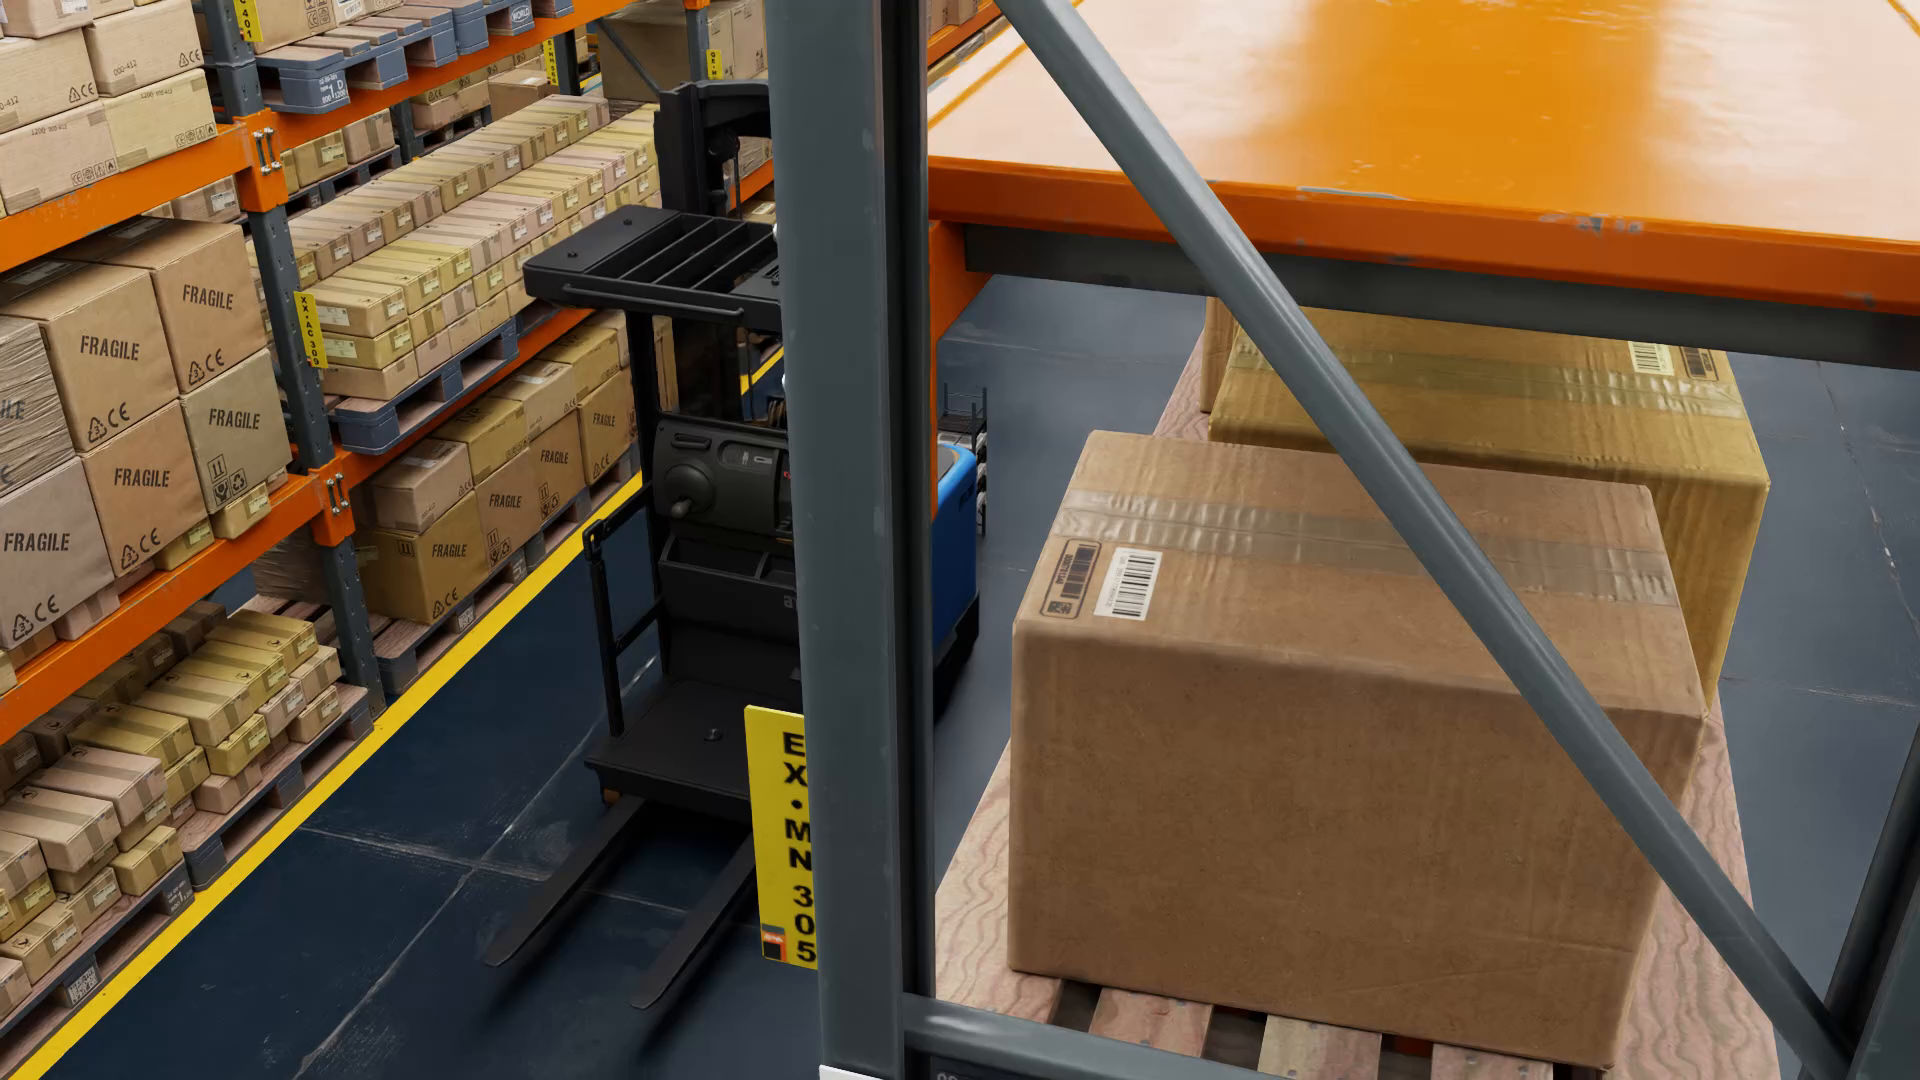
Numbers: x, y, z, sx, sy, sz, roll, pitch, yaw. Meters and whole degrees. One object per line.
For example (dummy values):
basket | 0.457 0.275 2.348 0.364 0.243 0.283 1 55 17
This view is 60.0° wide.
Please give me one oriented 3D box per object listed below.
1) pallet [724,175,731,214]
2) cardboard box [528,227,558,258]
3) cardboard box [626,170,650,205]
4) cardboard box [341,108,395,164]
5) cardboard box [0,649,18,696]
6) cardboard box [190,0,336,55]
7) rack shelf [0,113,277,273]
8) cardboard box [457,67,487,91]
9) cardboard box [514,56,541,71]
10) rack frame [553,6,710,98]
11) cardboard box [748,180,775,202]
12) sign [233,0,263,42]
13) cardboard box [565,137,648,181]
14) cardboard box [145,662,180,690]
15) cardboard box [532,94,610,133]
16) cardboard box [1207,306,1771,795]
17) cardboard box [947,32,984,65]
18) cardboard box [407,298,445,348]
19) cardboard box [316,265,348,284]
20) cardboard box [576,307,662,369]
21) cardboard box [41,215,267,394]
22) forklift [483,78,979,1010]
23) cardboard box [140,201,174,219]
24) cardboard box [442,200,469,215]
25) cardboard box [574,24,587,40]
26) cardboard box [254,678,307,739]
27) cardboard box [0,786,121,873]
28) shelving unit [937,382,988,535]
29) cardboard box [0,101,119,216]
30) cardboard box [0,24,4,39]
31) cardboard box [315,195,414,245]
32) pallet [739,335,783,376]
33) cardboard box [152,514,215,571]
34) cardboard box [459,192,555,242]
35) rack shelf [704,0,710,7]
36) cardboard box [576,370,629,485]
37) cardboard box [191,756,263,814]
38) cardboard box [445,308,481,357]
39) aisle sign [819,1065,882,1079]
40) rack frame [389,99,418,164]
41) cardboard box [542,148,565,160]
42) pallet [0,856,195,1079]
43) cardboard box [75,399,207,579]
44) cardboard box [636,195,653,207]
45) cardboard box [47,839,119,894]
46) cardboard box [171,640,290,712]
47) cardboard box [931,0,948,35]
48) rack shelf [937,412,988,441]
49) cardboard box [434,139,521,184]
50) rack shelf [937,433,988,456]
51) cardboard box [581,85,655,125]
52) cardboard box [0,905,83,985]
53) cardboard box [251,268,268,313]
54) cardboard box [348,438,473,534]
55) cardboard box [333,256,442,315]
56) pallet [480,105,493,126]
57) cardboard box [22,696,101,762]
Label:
pallet | -2.119 -1.984 9.928 1.213 0.211 1.003 8 30 15
cardboard box | -2.250 -1.487 8.358 0.380 0.149 0.250 8 30 14
cardboard box | -1.946 -1.960 9.209 0.380 0.149 0.250 9 30 15
cardboard box | -5.751 -3.724 15.129 0.950 0.372 0.625 9 30 16
cardboard box | -3.436 0.457 5.601 0.380 0.149 0.250 9 30 16
cardboard box | -2.969 -2.254 6.596 0.700 0.500 0.500 9 30 15
rack shelf | -3.773 -0.622 4.938 1.077 0.370 4.000 8 30 15
cardboard box | -5.022 -4.728 16.289 0.500 0.500 0.500 10 31 17
cardboard box | -4.713 -4.876 17.326 0.500 0.250 0.500 7 30 13
rack frame | -2.011 -2.414 10.504 1.000 3.000 0.127 8 30 15
cardboard box | -1.493 -2.292 12.166 1.050 0.750 0.750 9 30 16
sign | -2.664 -2.018 6.175 0.100 0.325 0.005 8 30 15
cardboard box | -1.945 -2.092 9.140 0.380 0.149 0.250 9 30 16
cardboard box | -3.586 0.630 7.226 0.380 0.149 0.250 9 30 15
cardboard box | -2.334 -2.559 9.979 0.380 0.149 0.250 9 30 15
cardboard box | 0.734 -0.017 2.472 0.700 0.500 0.500 7 30 13
cardboard box | -0.325 -4.230 15.522 0.875 0.875 0.875 9 30 15
cardboard box | -2.556 -0.997 7.478 0.380 0.149 0.250 8 30 14
cardboard box | -3.106 -1.210 7.859 0.380 0.149 0.250 10 31 17
cardboard box | -2.099 -1.242 9.764 0.500 0.250 0.500 9 30 16
cardboard box | -3.065 -0.909 6.361 0.500 0.500 0.500 7 30 13
forklift | -0.894 -0.185 6.568 1.130 2.935 3.031 10 31 18
cardboard box | -6.598 -2.370 12.696 0.950 0.372 0.625 6 30 11
cardboard box | -2.797 -1.697 8.736 0.380 0.149 0.250 10 30 17
cardboard box | -4.411 -5.692 18.021 0.500 0.500 0.500 9 30 15
cardboard box | -3.042 0.696 7.108 0.380 0.149 0.250 7 30 12
cardboard box | -3.354 1.066 6.137 0.380 0.149 0.250 7 30 13
shelving unit | -0.002 -0.389 9.024 0.258 0.900 0.210 8 30 15
cardboard box | -3.229 -1.304 5.577 0.500 0.250 0.500 8 30 15
cardboard box | -3.305 -1.660 5.293 0.380 0.149 0.250 10 30 17
cardboard box | -2.946 -1.584 8.226 0.380 0.149 0.250 8 30 13
pallet | -1.708 -1.551 11.822 1.003 0.211 1.213 8 30 15
cardboard box | -3.153 -0.028 6.474 0.380 0.149 0.250 10 31 17
cardboard box | -2.252 -1.608 8.269 0.380 0.149 0.250 10 31 17
rack shelf | -1.424 -4.340 11.621 1.077 0.370 4.000 8 30 15
cardboard box | -2.250 -0.673 9.514 0.500 0.500 0.500 7 30 13
cardboard box | -3.147 0.979 6.906 0.380 0.149 0.250 7 30 13
cardboard box | -2.477 -0.992 7.774 0.380 0.149 0.250 9 30 15
aisle sign | 0.044 0.913 1.849 0.394 0.787 0.004 8 30 15
rack frame | -5.599 -4.933 15.031 1.000 3.000 0.127 8 30 15
cardboard box | -2.498 -2.171 9.588 0.380 0.149 0.250 8 30 13
pallet | -3.705 1.549 6.248 1.003 0.211 1.213 8 30 15
cardboard box | -3.211 -0.223 6.156 0.500 0.500 0.500 8 30 13
cardboard box | -1.943 -1.843 9.304 0.380 0.149 0.250 8 30 14
cardboard box | -3.425 1.169 6.258 0.380 0.149 0.250 7 30 12
cardboard box | -3.078 0.574 7.021 0.380 0.149 0.250 9 30 15
cardboard box | -0.601 -4.771 14.586 0.875 0.550 0.550 8 30 15
rack shelf | -0.002 -0.596 8.909 0.258 0.077 0.200 8 30 15
cardboard box | -2.641 -2.073 9.106 0.380 0.149 0.250 10 31 17
rack shelf | -0.002 -0.518 8.953 0.258 0.077 0.200 8 30 15
cardboard box | -2.136 -2.706 10.925 0.500 0.500 0.500 8 30 15
cardboard box | -3.459 1.447 6.063 0.380 0.149 0.250 9 30 15
cardboard box | -3.254 -1.103 7.363 0.380 0.149 0.250 10 31 17
cardboard box | -2.716 -0.280 8.036 0.500 0.250 0.500 7 30 13
cardboard box | -2.554 -1.137 7.423 0.380 0.149 0.250 9 30 16
pallet | -5.079 -4.600 17.302 1.003 0.211 1.213 8 30 15
cardboard box | -3.704 0.746 6.712 0.380 0.149 0.250 8 30 14
